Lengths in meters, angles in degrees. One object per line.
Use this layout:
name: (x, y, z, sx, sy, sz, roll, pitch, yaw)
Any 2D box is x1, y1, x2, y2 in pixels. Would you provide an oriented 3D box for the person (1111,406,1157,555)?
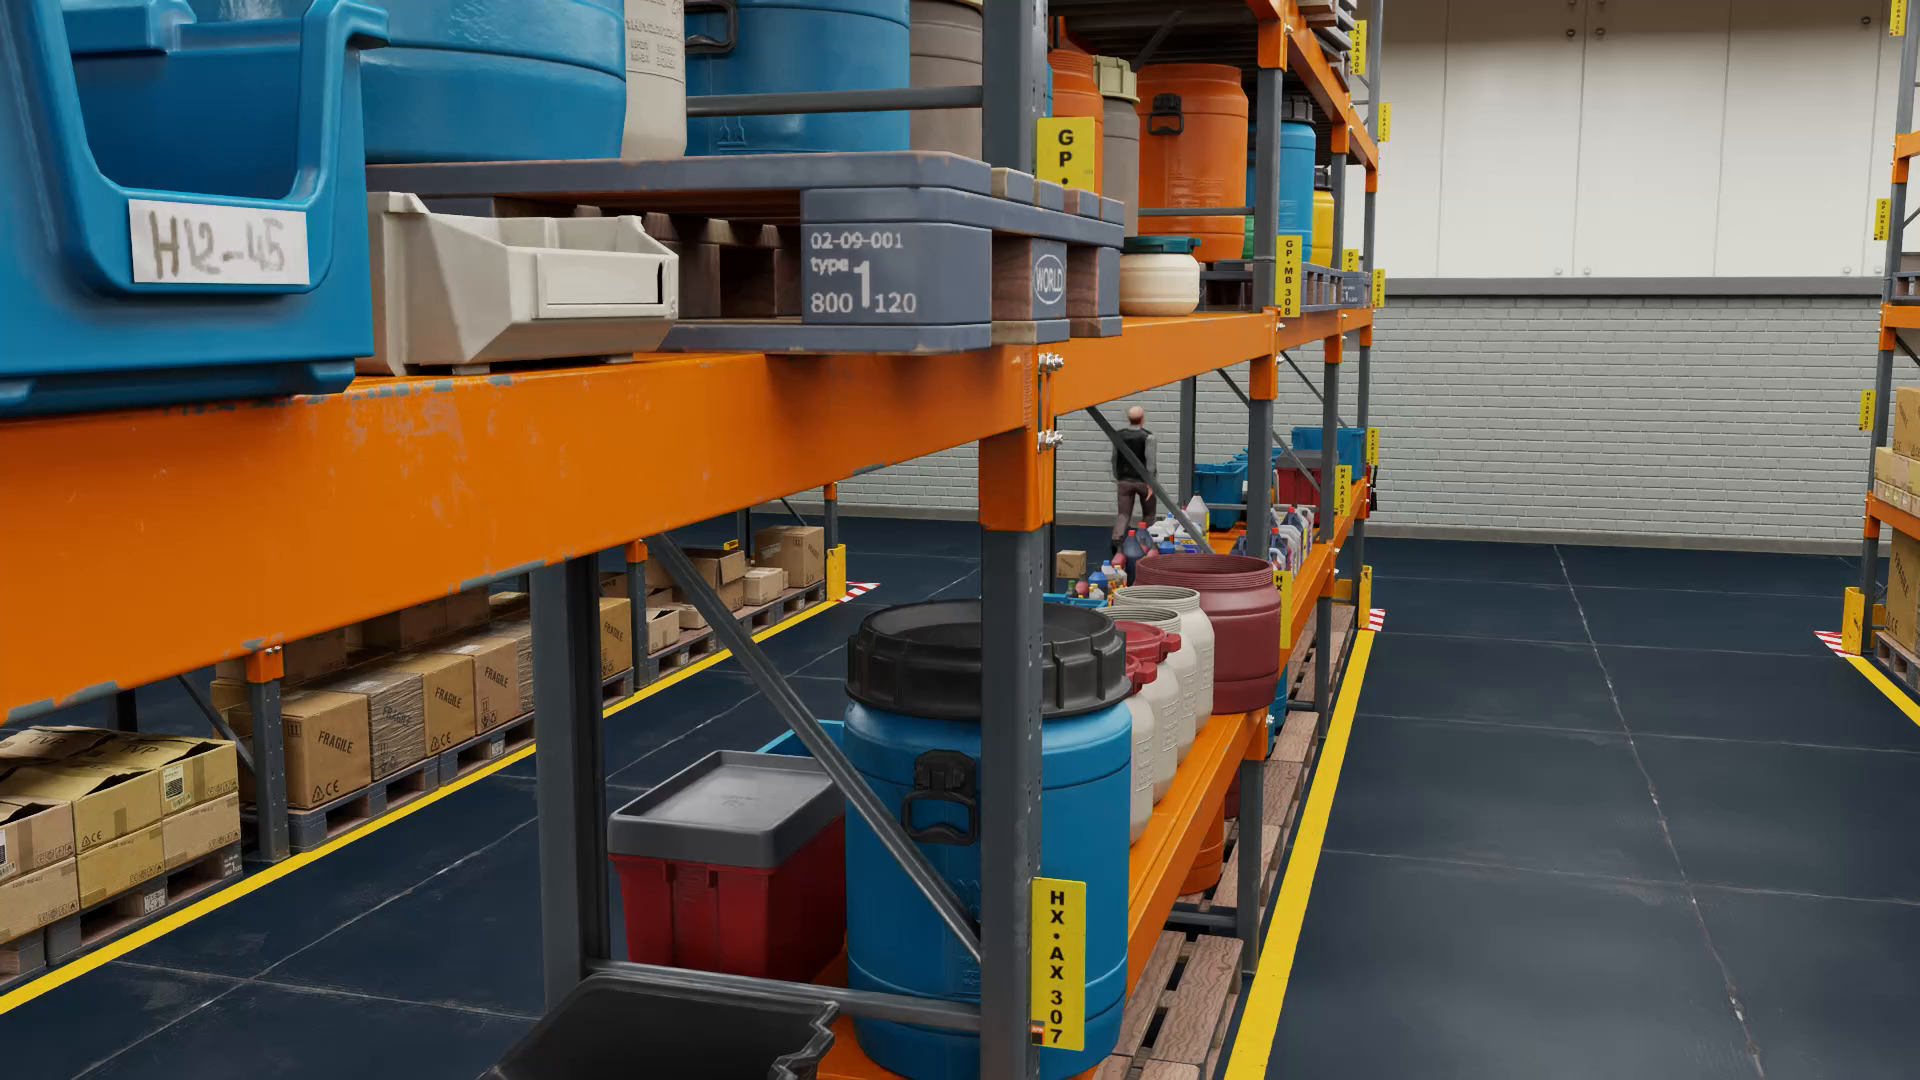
person: (1.904, -0.621, 18.183, 0.537, 1.690, 0.899, 4, 9, 23)
